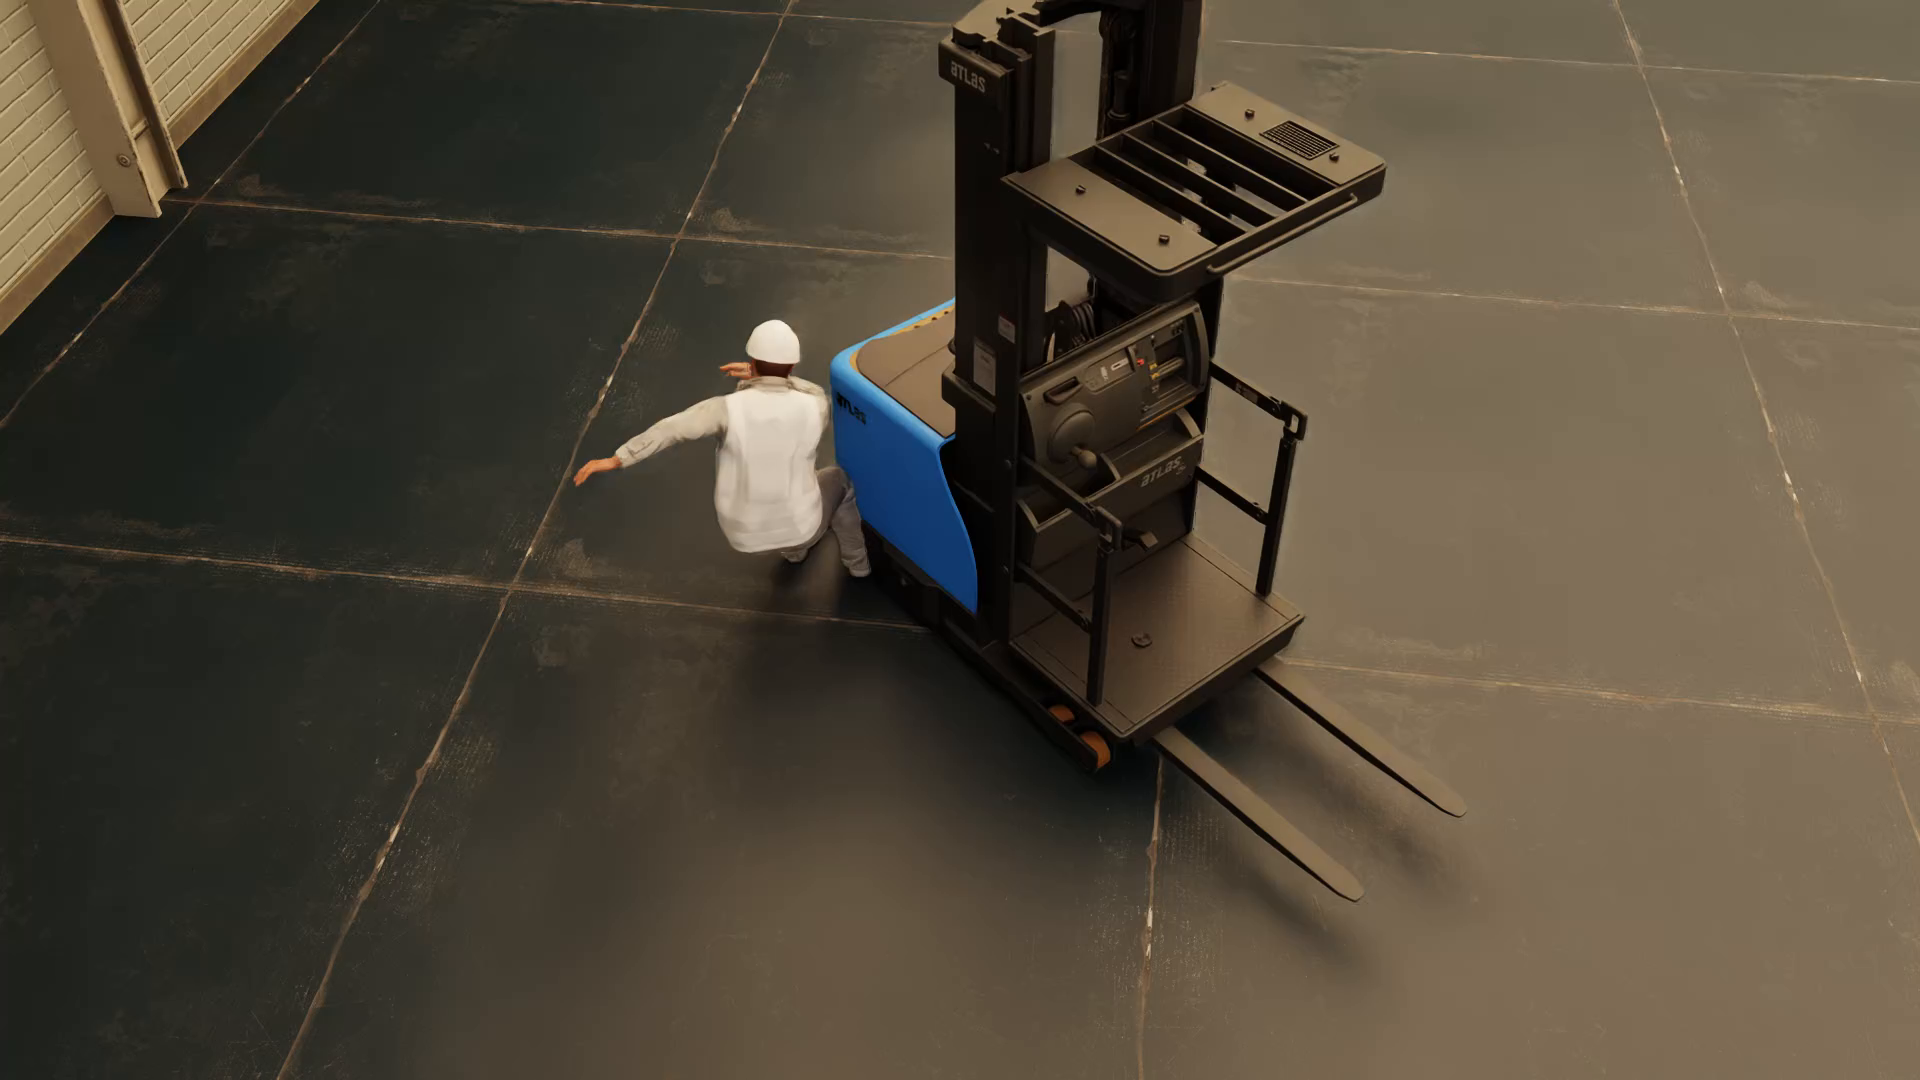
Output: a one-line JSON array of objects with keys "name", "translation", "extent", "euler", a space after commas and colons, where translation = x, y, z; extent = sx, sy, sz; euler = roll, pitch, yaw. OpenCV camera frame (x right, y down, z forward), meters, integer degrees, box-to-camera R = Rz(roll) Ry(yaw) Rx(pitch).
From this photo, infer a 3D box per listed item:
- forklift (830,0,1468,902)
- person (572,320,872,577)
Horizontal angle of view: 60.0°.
[{"name": "forklift", "translation": [0.746, -0.518, 6.288], "extent": [1.130, 2.935, 3.031], "euler": [-29, 50, -28]}, {"name": "person", "translation": [-0.950, -0.280, 7.161], "extent": [1.278, 1.456, 0.839], "euler": [-5, 43, -5]}]
